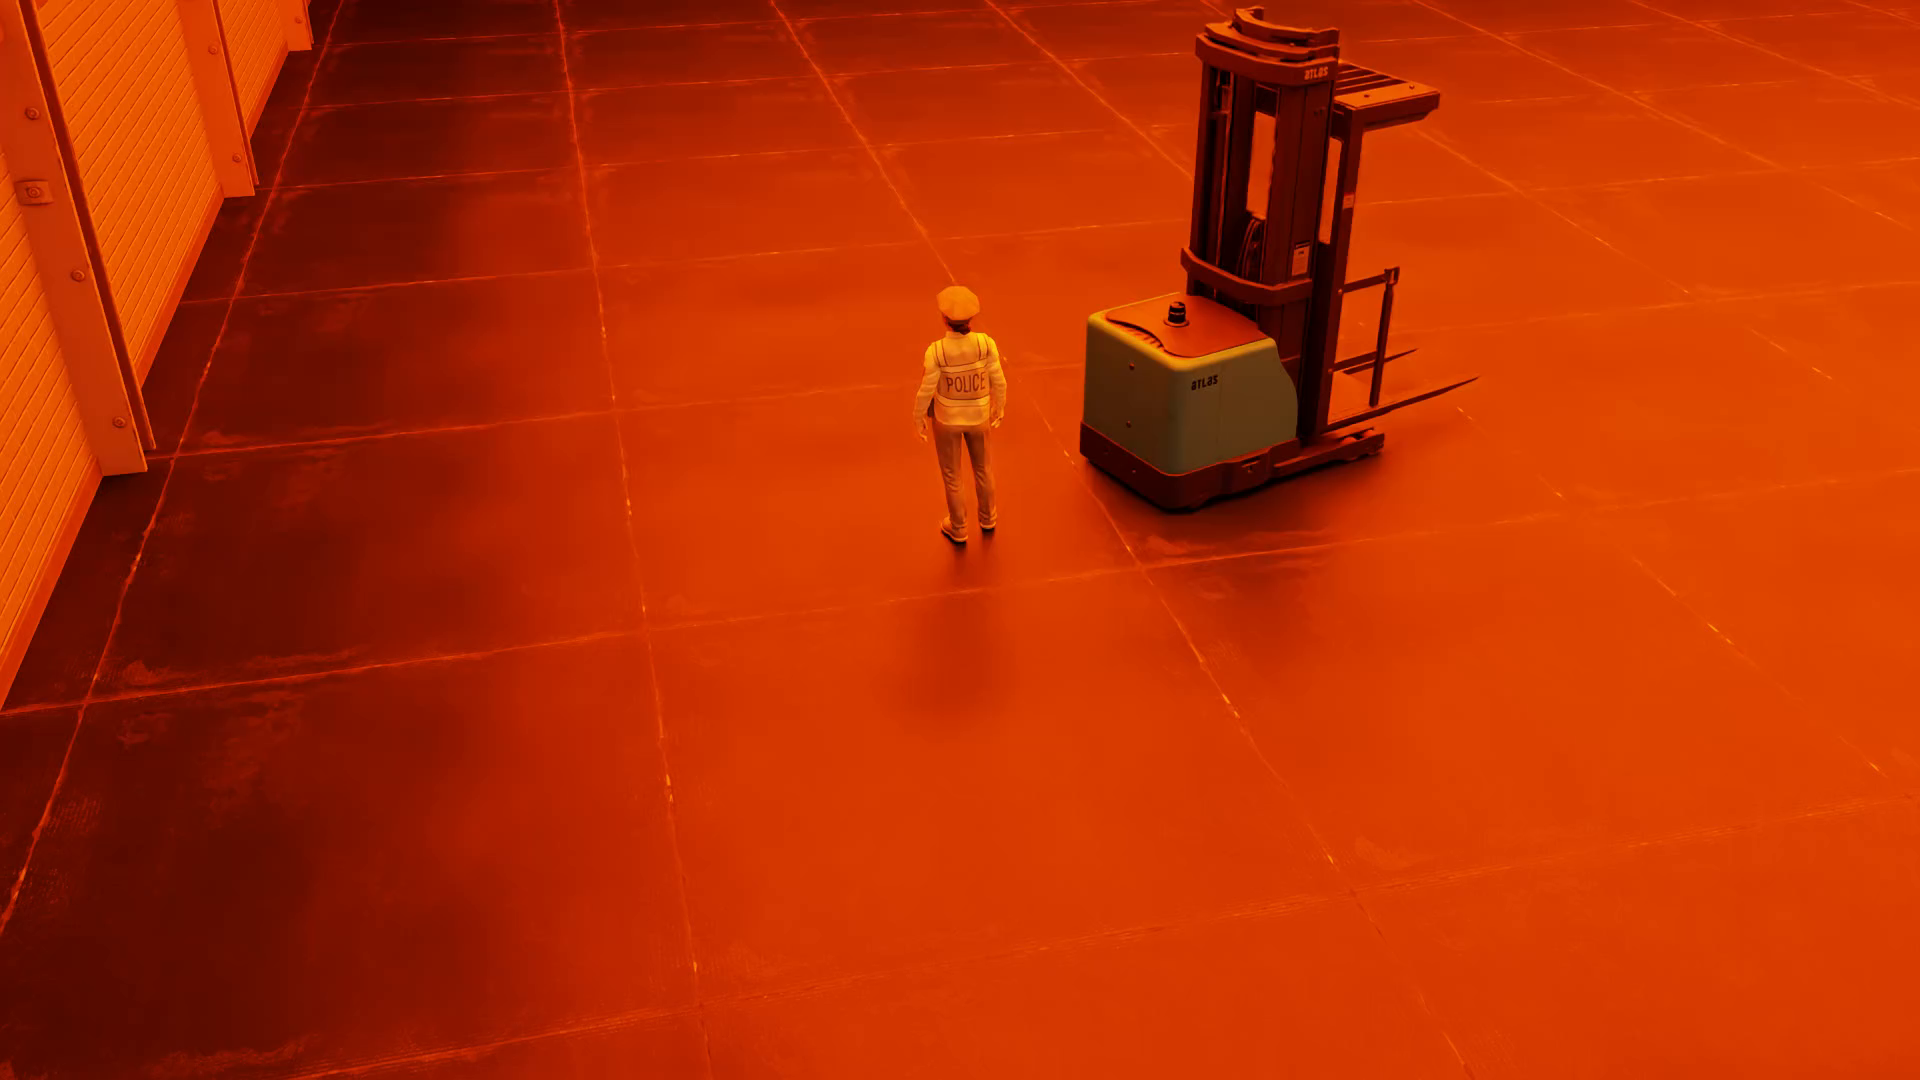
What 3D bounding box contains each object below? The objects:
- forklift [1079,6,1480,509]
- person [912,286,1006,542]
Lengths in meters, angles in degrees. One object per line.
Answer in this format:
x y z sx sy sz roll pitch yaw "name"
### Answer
2.339 -2.014 11.054 3.031 2.935 1.130 -18 34 -27 "forklift"
-0.010 -0.773 10.131 0.588 1.695 0.531 -7 31 -12 "person"
